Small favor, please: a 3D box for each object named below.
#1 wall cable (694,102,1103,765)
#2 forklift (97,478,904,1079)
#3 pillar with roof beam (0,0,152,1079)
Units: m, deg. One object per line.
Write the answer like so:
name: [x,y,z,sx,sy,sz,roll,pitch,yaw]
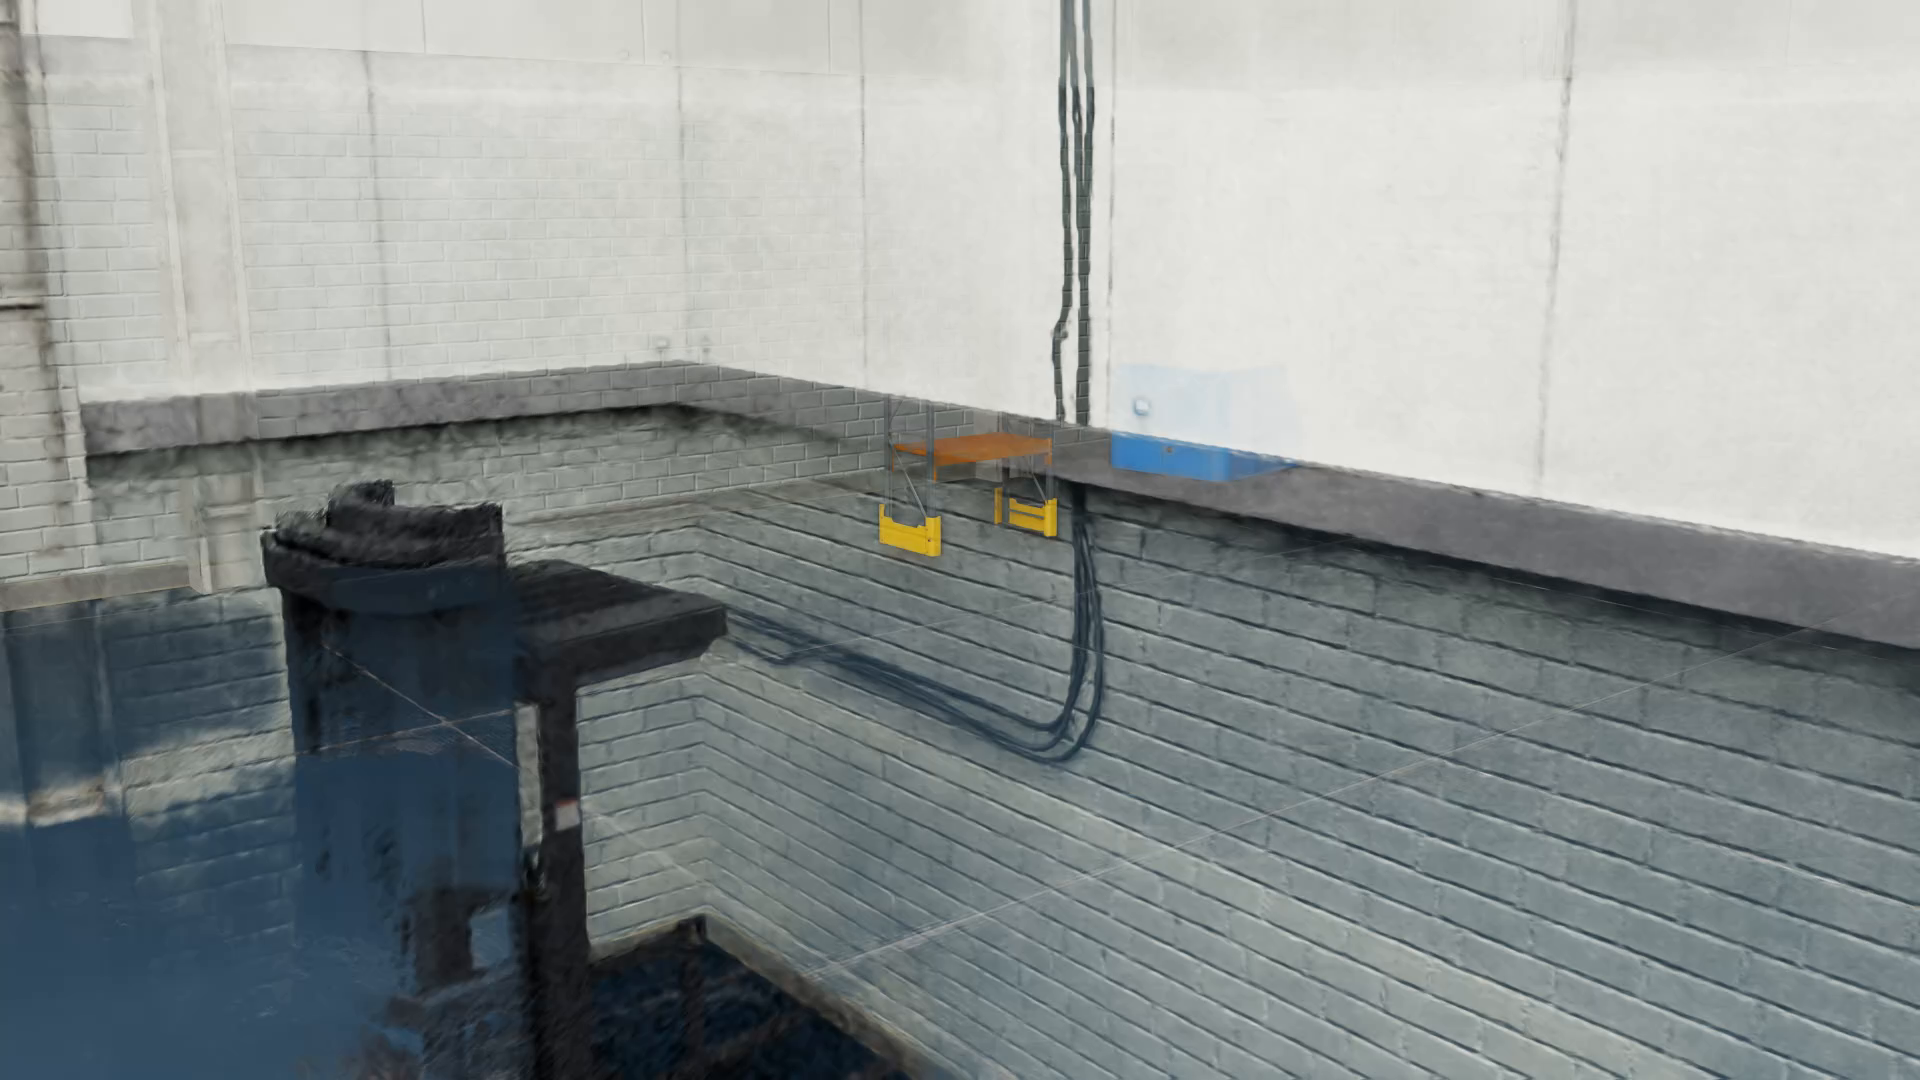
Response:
wall cable: [3.483,-3.563,13.718,0.112,2.526,3.097,-9,15,-38]
forklift: [2.443,-1.820,12.645,1.130,2.935,3.031,11,16,41]
pillar with roof beam: [3.046,-4.216,9.317,0.400,9.000,9.100,-9,15,-38]
